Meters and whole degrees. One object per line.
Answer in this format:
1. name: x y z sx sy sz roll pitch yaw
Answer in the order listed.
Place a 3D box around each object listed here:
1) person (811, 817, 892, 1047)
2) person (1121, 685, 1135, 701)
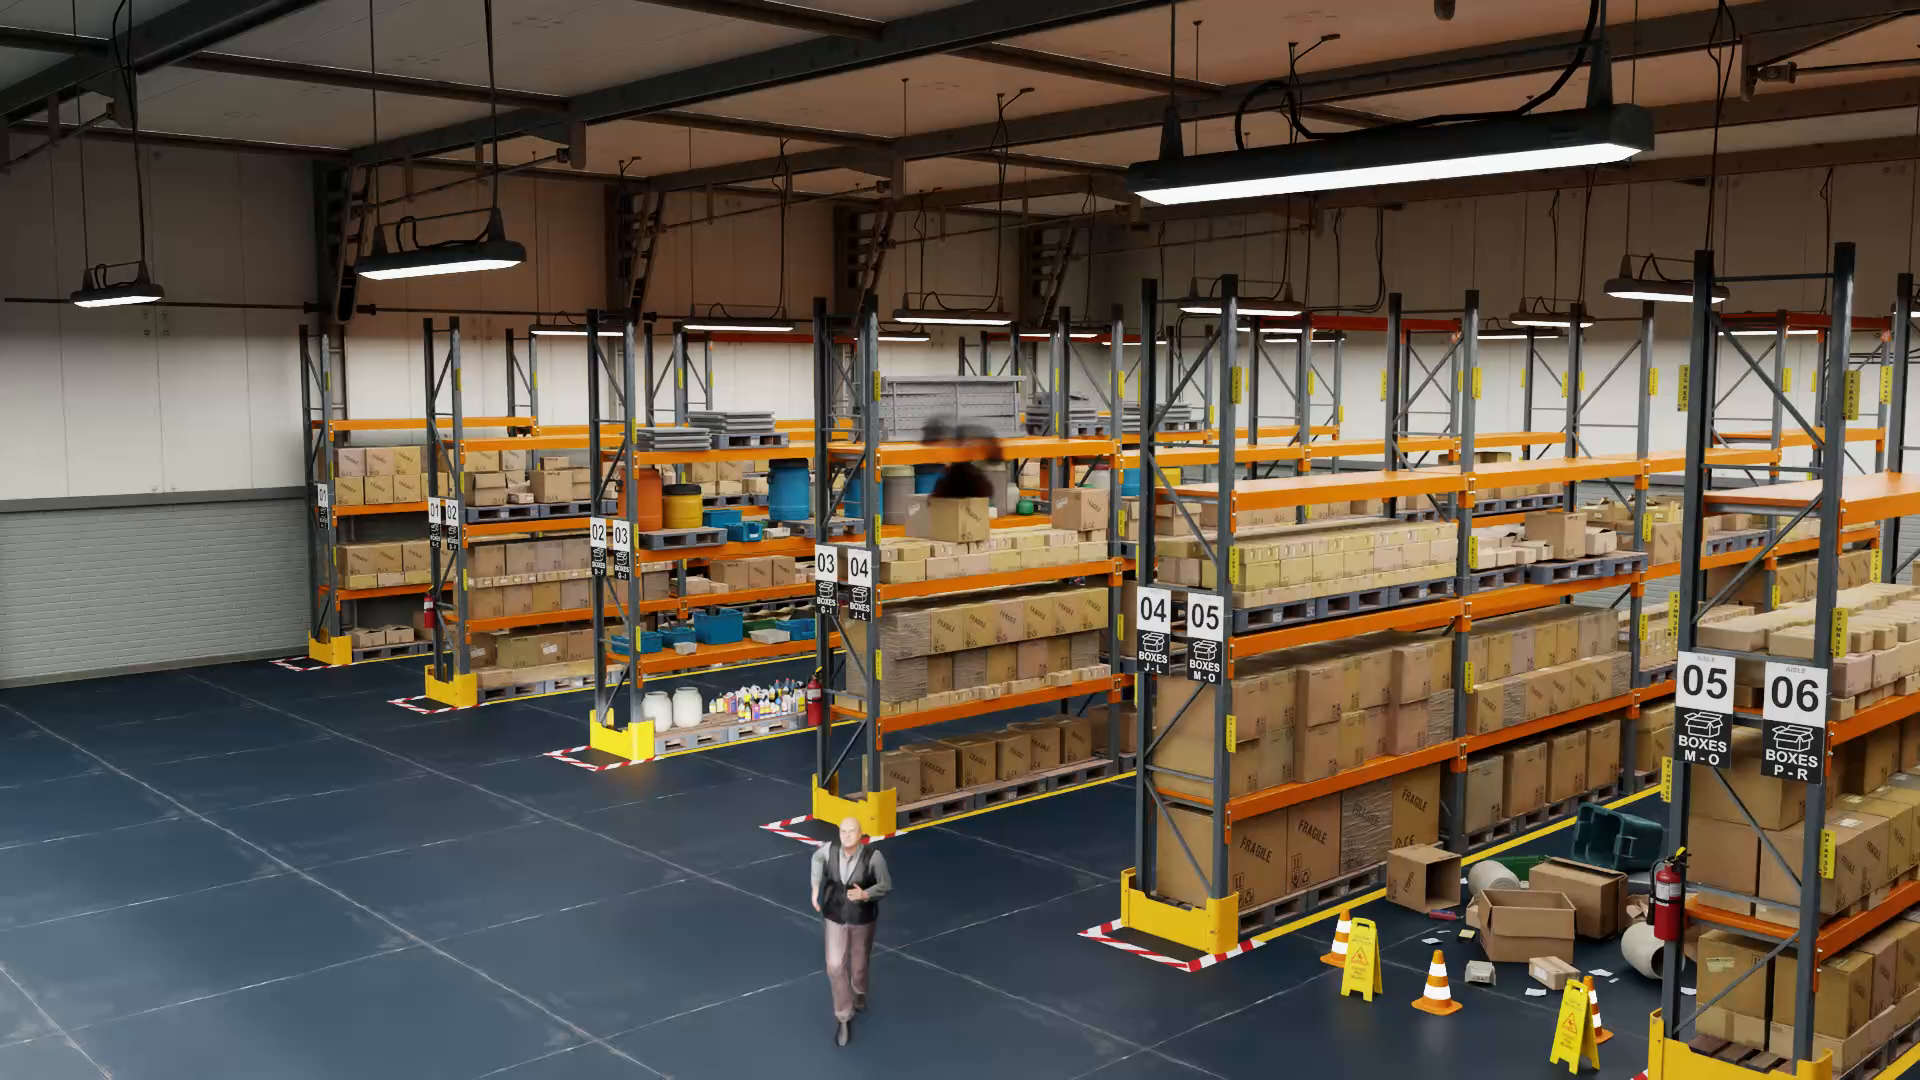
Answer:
1. person: -0.854 3.008 13.052 0.679 1.759 0.852 1 6 5
2. person: 2.525 1.870 24.822 0.941 1.545 0.584 -5 8 -41
